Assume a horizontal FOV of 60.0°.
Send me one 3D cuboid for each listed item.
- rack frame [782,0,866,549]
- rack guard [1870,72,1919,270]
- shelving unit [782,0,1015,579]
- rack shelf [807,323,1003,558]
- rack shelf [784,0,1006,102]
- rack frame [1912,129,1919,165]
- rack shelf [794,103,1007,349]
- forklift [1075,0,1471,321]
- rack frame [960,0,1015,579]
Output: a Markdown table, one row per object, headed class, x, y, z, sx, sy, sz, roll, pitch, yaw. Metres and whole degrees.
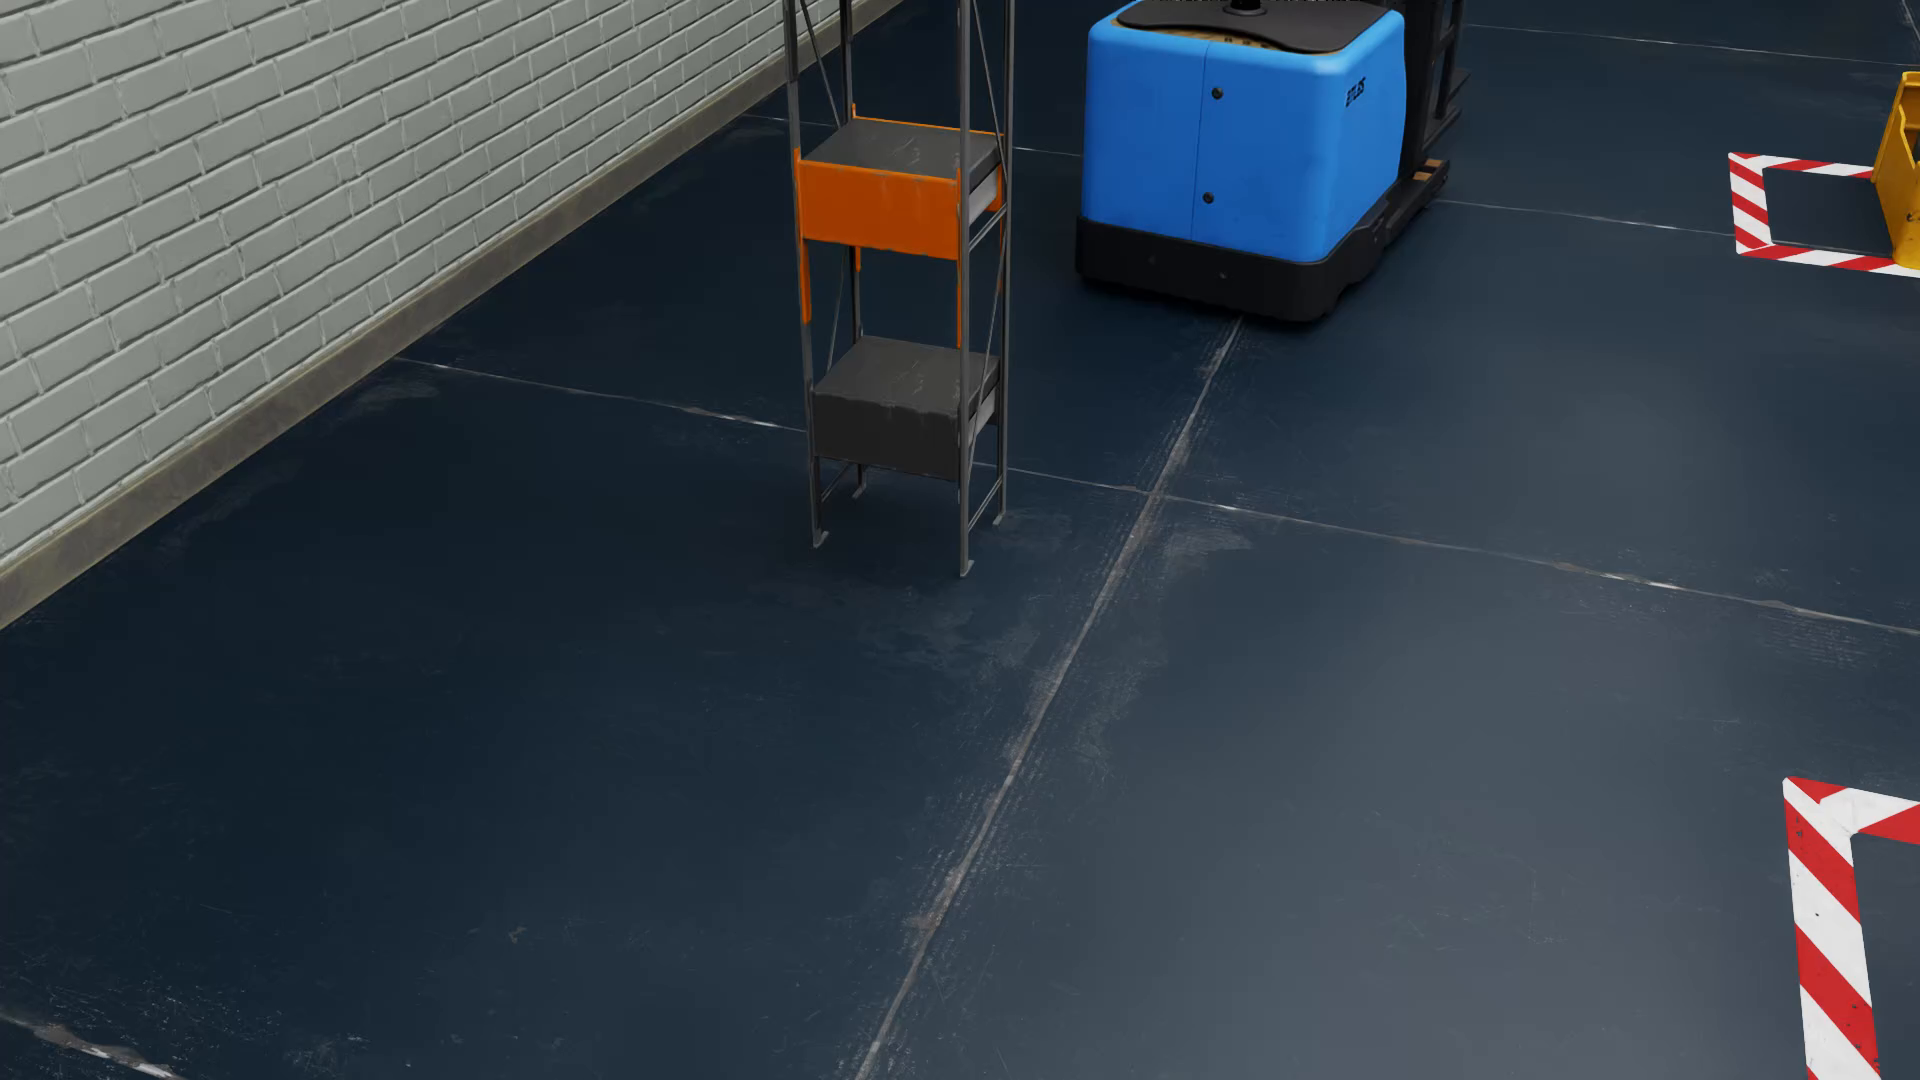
| class | x | y | z | sx | sy | sz | roll | pitch | yaw |
| --- | --- | --- | --- | --- | --- | --- | --- | --- | --- |
| rack frame | -0.386 | -0.957 | 4.797 | 0.015 | 2.100 | 0.400 | 11 | 34 | 16 |
| rack guard | 4.319 | -1.633 | 7.319 | 0.348 | 0.500 | 1.175 | 11 | 34 | 16 |
| shelving unit | -0.156 | -0.912 | 4.727 | 0.503 | 2.100 | 0.431 | 11 | 34 | 16 |
| rack shelf | -0.156 | -0.313 | 5.114 | 0.480 | 0.518 | 0.431 | 11 | 34 | 16 |
| rack shelf | -0.156 | -1.489 | 4.355 | 0.480 | 0.518 | 0.431 | 11 | 34 | 16 |
| rack frame | 4.342 | -2.679 | 6.634 | 0.127 | 3.000 | 1.000 | 11 | 34 | 16 |
| rack shelf | -0.156 | -0.901 | 4.735 | 0.480 | 0.518 | 0.431 | 11 | 34 | 16 |
| forklift | 1.622 | -2.850 | 6.963 | 1.130 | 2.935 | 3.031 | 17 | 36 | 24 |
| rack frame | 0.074 | -0.868 | 4.658 | 0.015 | 2.100 | 0.400 | 11 | 34 | 16 |
